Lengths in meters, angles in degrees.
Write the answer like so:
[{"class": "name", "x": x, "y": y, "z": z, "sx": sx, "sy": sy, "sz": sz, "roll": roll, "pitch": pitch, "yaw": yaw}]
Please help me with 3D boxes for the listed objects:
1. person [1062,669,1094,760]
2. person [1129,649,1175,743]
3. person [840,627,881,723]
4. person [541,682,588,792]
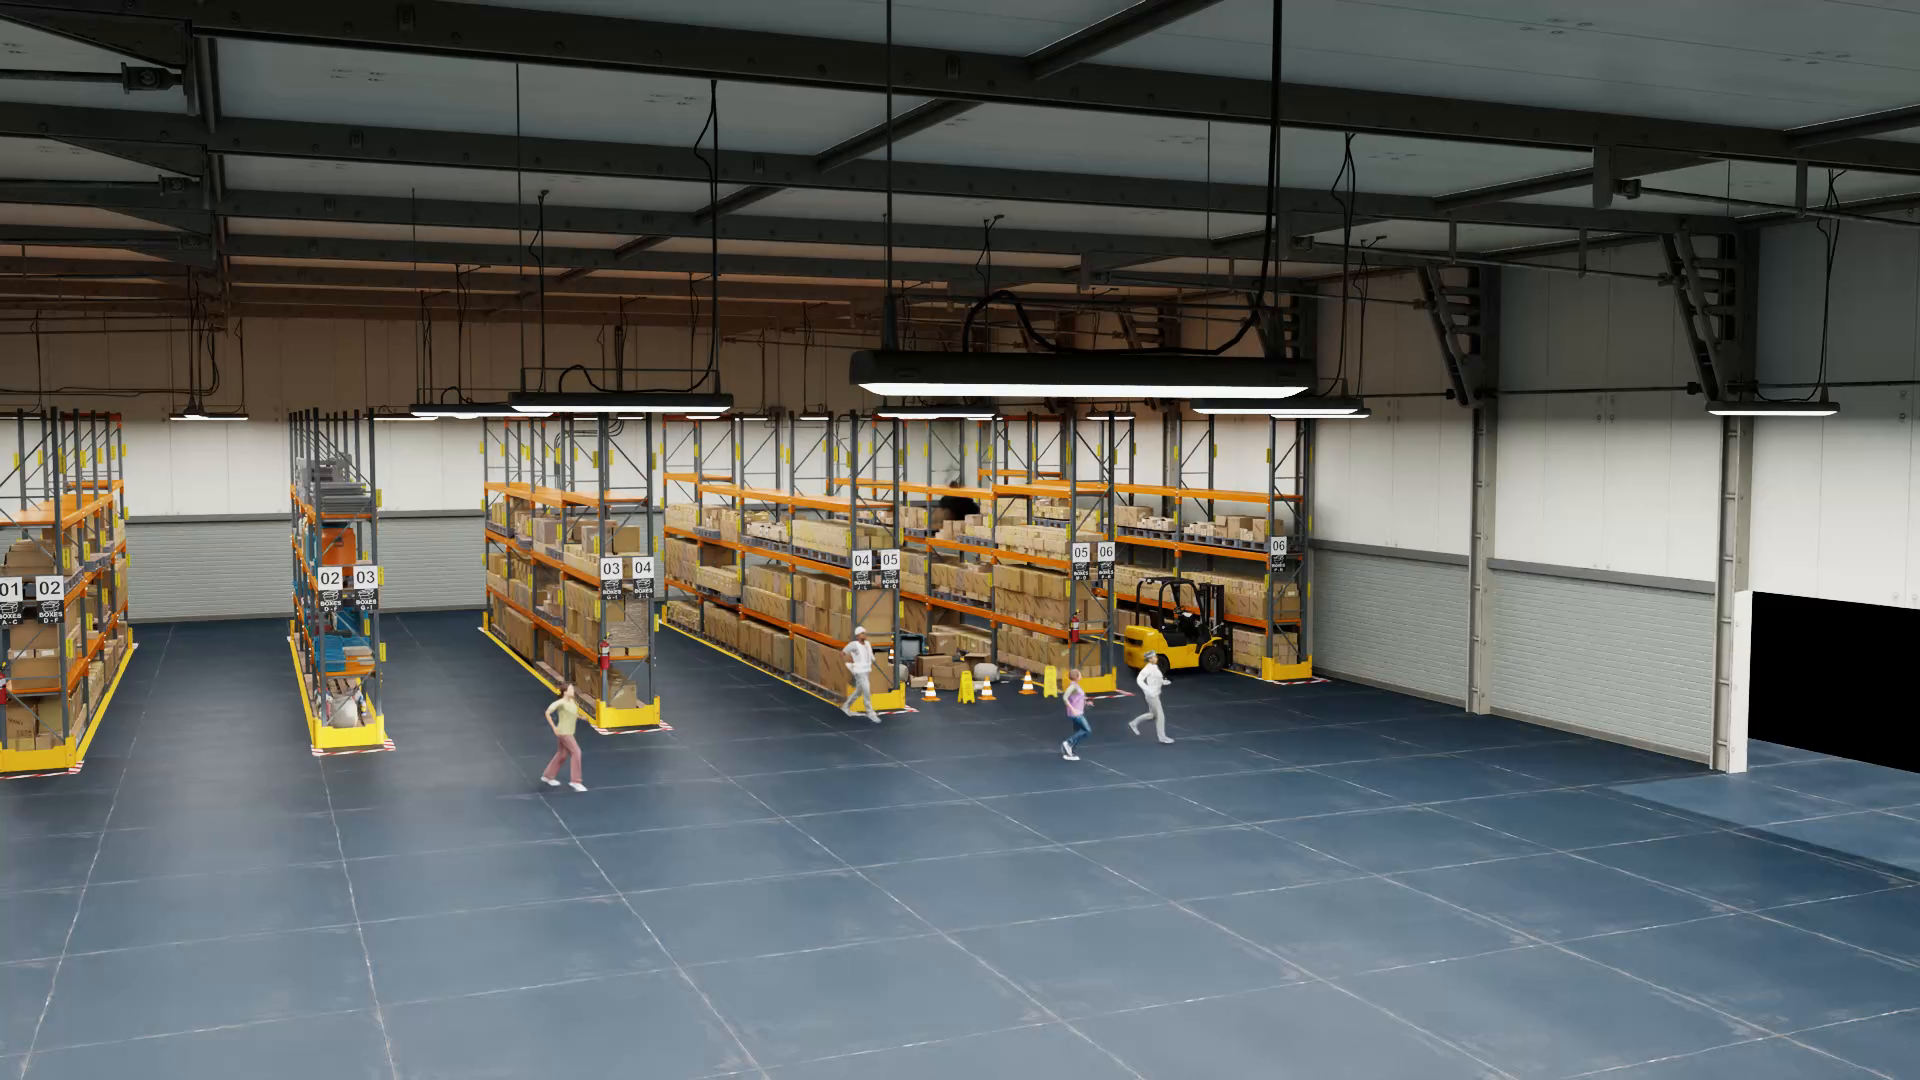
[{"class": "person", "x": 2.007, "y": 2.961, "z": 28.231, "sx": 0.549, "sy": 1.559, "sz": 0.522, "roll": 0, "pitch": 4, "yaw": 6}, {"class": "person", "x": 3.433, "y": 2.786, "z": 29.856, "sx": 0.885, "sy": 1.663, "sz": 0.624, "roll": 2, "pitch": 4, "yaw": 23}, {"class": "person", "x": -1.882, "y": 2.579, "z": 32.099, "sx": 0.925, "sy": 1.811, "sz": 0.746, "roll": 2, "pitch": 4, "yaw": 24}, {"class": "person", "x": -6.192, "y": 3.069, "z": 26.011, "sx": 0.775, "sy": 1.716, "sz": 0.564, "roll": 0, "pitch": 4, "yaw": 4}]
